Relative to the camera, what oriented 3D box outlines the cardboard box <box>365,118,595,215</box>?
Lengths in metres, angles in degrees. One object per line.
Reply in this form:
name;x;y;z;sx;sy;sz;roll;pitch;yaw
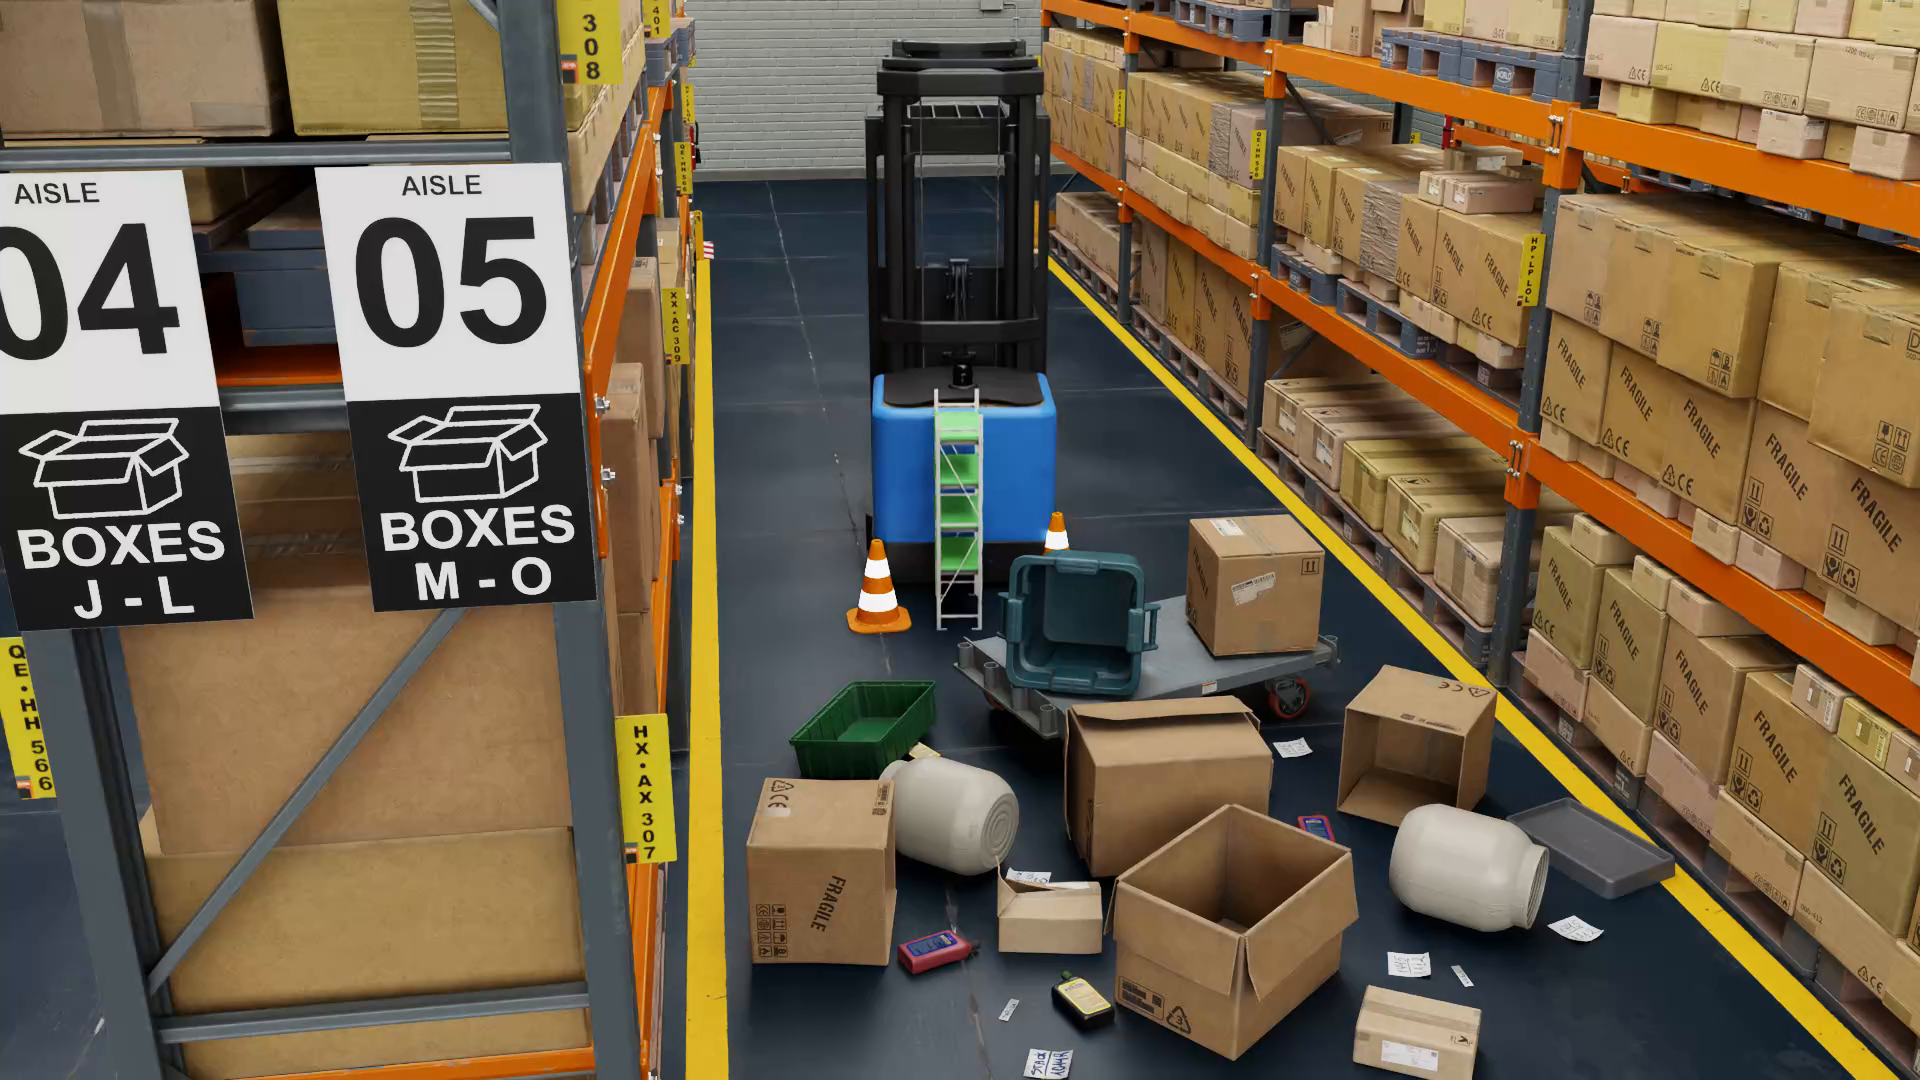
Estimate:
cardboard box;-0.898;-0.706;3.149;0.380;0.149;0.250;-3;21;-7

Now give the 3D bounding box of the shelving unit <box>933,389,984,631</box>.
shelving unit;-0.011;-0.163;8.938;0.258;1.200;0.503;-1;20;-2

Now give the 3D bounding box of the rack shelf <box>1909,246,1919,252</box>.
rack shelf;7.764;-1.317;10.484;1.077;0.370;4.000;-3;21;-8

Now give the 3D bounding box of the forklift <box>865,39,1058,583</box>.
forklift;-0.020;-1.597;10.303;1.130;2.935;3.031;-1;20;-2

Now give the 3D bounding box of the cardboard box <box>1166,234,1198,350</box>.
cardboard box;2.294;-2.158;14.144;0.875;0.875;0.875;-2;21;-6

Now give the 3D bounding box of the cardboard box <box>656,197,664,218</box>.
cardboard box;-2.190;-2.206;11.170;0.380;0.149;0.250;-2;21;-5

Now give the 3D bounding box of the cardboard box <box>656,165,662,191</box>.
cardboard box;-2.266;-2.516;11.574;0.380;0.149;0.250;-3;21;-8

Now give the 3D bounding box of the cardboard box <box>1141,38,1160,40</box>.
cardboard box;1.998;-4.950;16.683;0.380;0.149;0.250;-3;21;-8

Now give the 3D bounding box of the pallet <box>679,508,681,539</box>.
pallet;-2.280;-0.227;10.523;1.003;0.211;1.213;-3;21;-8

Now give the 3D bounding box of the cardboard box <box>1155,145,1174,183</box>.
cardboard box;1.922;-3.122;13.788;0.500;0.250;0.500;-3;21;-7

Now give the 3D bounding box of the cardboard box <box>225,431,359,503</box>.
cardboard box;-1.352;0.067;3.992;0.875;0.550;0.550;-3;21;-8

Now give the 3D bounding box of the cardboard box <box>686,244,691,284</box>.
cardboard box;-2.538;-2.327;14.061;0.500;0.250;0.500;-3;21;-9

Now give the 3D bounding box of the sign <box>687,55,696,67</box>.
sign;-2.920;-5.292;17.991;0.100;0.325;0.005;-3;21;-8

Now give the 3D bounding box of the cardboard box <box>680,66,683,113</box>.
cardboard box;-2.720;-4.018;14.691;0.500;0.500;0.500;-2;21;-6

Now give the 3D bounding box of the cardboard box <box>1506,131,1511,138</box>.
cardboard box;6.273;-4.514;18.374;0.380;0.149;0.250;-3;21;-7

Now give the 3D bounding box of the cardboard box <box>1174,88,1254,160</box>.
cardboard box;2.018;-3.301;13.196;0.500;0.500;0.500;-3;21;-9

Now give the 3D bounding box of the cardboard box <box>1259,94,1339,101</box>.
cardboard box;2.595;-3.145;12.776;0.500;0.500;0.500;-2;21;-6

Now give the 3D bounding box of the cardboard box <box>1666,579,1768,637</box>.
cardboard box;3.035;0.261;6.561;0.380;0.149;0.250;-2;21;-5

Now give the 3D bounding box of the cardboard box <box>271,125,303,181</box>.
cardboard box;-1.622;-0.846;3.522;0.380;0.149;0.250;-3;21;-7

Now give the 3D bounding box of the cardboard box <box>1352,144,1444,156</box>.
cardboard box;2.905;-2.335;11.012;0.500;0.500;0.500;-4;21;-9

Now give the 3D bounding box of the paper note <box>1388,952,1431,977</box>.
paper note;1.638;1.542;6.059;0.148;0.019;0.142;4;21;11

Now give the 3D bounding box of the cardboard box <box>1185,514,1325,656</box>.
cardboard box;1.384;0.206;7.867;0.500;0.500;0.500;-3;21;-8

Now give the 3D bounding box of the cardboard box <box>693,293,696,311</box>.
cardboard box;-2.630;-2.199;15.291;0.380;0.149;0.250;-4;21;-10

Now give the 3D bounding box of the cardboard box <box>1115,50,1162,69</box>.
cardboard box;1.629;-4.390;15.183;0.380;0.149;0.250;-3;21;-9

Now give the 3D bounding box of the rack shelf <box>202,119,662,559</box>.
rack shelf;-1.454;-0.801;4.815;1.077;0.370;4.000;-3;21;-8

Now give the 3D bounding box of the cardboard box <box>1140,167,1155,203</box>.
cardboard box;1.866;-3.065;14.350;0.500;0.250;0.500;-3;21;-9

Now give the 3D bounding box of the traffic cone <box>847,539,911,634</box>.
traffic cone;-0.442;0.222;8.959;0.336;0.463;0.334;-3;21;-8

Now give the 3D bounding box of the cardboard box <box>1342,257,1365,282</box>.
cardboard box;2.560;-1.680;10.185;0.380;0.149;0.250;-2;21;-5

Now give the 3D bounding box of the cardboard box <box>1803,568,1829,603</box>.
cardboard box;3.251;0.144;5.904;0.380;0.149;0.250;-3;21;-8

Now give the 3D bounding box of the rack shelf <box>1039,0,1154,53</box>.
rack shelf;1.700;-5.241;16.701;1.077;0.370;4.000;-3;21;-8

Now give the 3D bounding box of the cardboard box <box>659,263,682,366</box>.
cardboard box;-1.768;-1.192;8.977;0.500;0.500;0.500;-3;21;-7

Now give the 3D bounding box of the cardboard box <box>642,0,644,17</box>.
cardboard box;-1.791;-2.918;8.569;0.500;0.500;0.500;-3;21;-8

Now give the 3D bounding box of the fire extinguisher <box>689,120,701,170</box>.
fire extinguisher;-3.052;-4.480;18.567;0.296;0.674;0.183;-3;21;-8

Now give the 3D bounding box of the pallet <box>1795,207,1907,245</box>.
pallet;7.309;-2.488;12.865;1.213;0.211;1.003;-3;21;-8

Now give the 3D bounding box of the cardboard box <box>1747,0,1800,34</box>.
cardboard box;3.056;-1.890;5.920;0.380;0.149;0.250;-4;21;-10

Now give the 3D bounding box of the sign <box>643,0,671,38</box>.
sign;-1.194;-2.138;6.515;0.100;0.325;0.005;-3;21;-8

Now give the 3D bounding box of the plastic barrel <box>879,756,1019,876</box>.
plastic barrel;-0.061;1.097;6.674;0.512;0.421;0.421;12;24;30

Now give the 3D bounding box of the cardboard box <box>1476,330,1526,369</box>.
cardboard box;2.794;-0.953;8.240;0.380;0.149;0.250;-3;21;-7

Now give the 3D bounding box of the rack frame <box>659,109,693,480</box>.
rack frame;-2.319;-1.810;10.776;1.000;3.000;0.127;-3;21;-8

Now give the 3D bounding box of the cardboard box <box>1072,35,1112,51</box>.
cardboard box;1.361;-5.097;17.077;0.380;0.149;0.250;-3;21;-7

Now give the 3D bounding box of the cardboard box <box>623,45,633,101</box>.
cardboard box;-1.188;-1.406;5.021;0.380;0.149;0.250;-3;21;-8

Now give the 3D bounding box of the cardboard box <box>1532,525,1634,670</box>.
cardboard box;2.959;0.248;7.523;0.500;0.500;0.500;-2;21;-5

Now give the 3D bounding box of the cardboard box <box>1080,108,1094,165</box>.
cardboard box;1.502;-4.026;16.565;0.500;0.500;0.500;-3;21;-9

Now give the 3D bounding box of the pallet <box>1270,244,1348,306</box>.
pallet;2.773;-1.764;10.926;1.213;0.211;1.003;-3;21;-8

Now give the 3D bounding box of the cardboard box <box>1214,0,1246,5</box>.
cardboard box;2.234;-4.077;11.815;0.700;0.500;0.500;-4;21;-10

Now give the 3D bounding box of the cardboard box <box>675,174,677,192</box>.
cardboard box;-2.613;-3.192;14.835;0.380;0.149;0.250;-2;21;-6

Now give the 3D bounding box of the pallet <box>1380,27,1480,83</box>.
pallet;3.005;-2.605;8.886;1.213;0.211;1.003;-3;21;-8

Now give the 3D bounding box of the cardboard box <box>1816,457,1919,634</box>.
cardboard box;3.231;-0.032;5.448;0.500;0.500;0.500;-3;21;-8

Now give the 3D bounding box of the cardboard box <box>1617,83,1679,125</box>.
cardboard box;2.923;-1.784;6.777;0.380;0.149;0.250;-3;21;-8

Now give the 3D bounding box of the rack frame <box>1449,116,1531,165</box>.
rack frame;6.323;-5.117;19.628;1.000;3.000;0.127;-3;21;-8

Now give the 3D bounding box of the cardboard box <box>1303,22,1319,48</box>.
cardboard box;2.442;-3.265;10.743;0.380;0.149;0.250;-3;21;-8

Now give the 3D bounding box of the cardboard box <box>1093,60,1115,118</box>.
cardboard box;1.582;-4.321;15.926;0.500;0.500;0.500;-3;21;-9

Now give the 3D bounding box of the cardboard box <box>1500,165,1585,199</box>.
cardboard box;3.165;-1.949;9.051;0.380;0.149;0.250;-2;21;-5

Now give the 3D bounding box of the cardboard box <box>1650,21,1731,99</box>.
cardboard box;3.017;-1.840;6.358;0.500;0.250;0.500;-3;21;-8
